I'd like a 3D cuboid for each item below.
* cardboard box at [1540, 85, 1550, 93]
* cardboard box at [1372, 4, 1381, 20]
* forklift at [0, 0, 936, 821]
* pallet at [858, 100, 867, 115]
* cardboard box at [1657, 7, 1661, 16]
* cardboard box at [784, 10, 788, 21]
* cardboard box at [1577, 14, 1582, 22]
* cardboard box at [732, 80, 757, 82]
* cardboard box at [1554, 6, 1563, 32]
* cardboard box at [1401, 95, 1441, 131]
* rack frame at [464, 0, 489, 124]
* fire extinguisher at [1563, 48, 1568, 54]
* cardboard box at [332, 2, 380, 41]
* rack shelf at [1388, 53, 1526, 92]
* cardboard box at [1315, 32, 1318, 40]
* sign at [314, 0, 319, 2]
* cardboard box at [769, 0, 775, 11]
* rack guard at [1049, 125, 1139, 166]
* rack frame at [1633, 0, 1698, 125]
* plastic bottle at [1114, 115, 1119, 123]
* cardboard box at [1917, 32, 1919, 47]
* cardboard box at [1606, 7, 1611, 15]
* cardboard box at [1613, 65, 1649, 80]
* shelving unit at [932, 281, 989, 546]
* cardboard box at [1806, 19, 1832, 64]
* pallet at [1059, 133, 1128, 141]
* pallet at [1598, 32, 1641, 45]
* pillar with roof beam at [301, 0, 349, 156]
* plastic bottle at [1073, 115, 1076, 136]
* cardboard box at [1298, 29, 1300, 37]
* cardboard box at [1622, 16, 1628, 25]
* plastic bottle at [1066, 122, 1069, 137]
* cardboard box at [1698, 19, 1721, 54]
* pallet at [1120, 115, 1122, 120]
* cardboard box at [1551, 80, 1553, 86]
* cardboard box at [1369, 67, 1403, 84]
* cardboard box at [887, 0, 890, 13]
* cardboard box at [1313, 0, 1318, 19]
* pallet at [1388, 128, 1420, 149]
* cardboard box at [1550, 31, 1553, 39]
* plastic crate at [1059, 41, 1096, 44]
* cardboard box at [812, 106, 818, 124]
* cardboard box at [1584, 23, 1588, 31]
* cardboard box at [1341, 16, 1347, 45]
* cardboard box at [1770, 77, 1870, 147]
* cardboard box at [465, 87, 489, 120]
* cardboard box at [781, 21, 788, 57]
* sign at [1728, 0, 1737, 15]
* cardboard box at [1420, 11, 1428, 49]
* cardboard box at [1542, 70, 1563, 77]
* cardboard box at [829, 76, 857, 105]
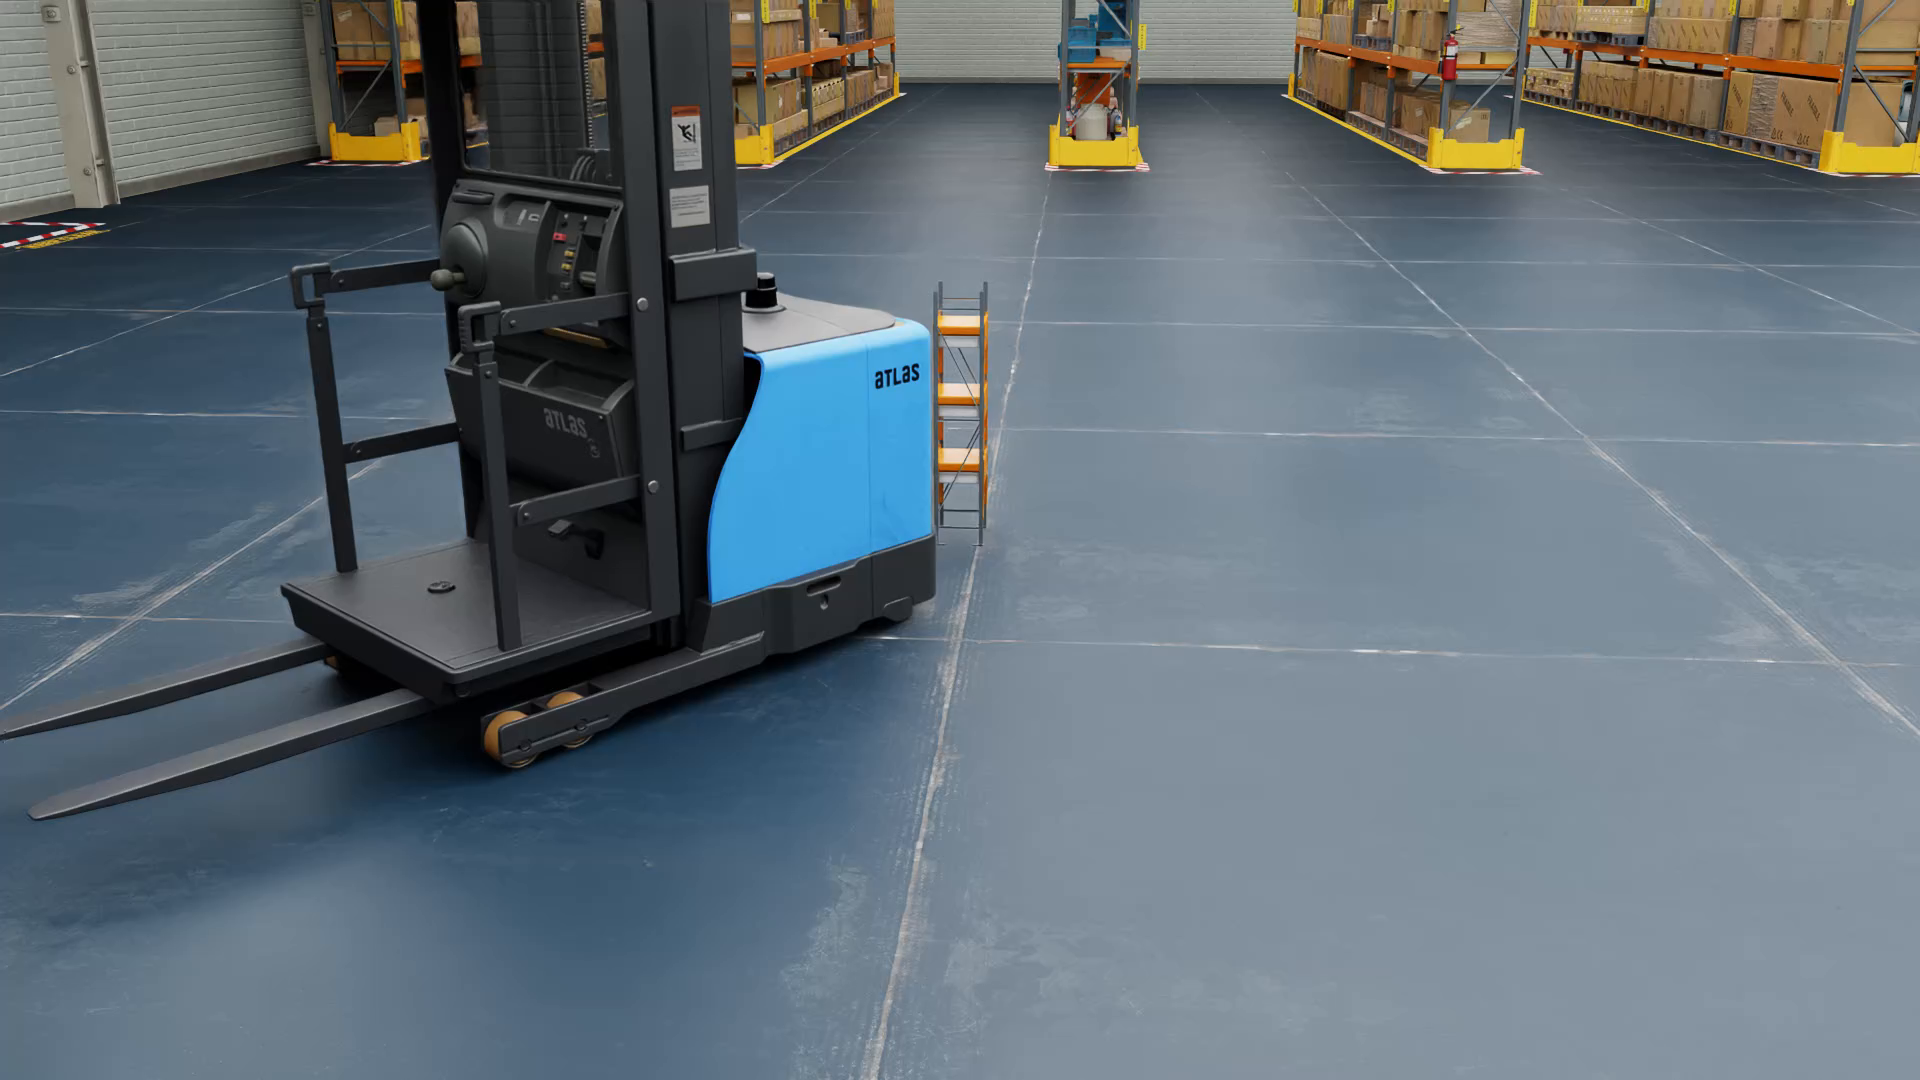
[{"bbox_3d":[12.392,-9.445,34.836,0.380,0.149,0.250,0,18,1],"label":"cardboard box"},{"bbox_3d":[7.340,-8.886,28.391,0.500,0.500,0.500,-1,18,-3],"label":"cardboard box"},{"bbox_3d":[-1.473,-0.903,4.971,1.130,2.935,3.031,17,24,41],"label":"forklift"},{"bbox_3d":[-2.361,-8.314,31.957,1.003,0.211,1.213,1,18,4],"label":"pallet"},{"bbox_3d":[12.543,-9.327,29.345,0.380,0.149,0.250,1,18,4],"label":"cardboard box"},{"bbox_3d":[-2.727,-7.660,24.281,0.380,0.149,0.250,2,18,5],"label":"cardboard box"},{"bbox_3d":[12.078,-10.018,31.929,0.380,0.149,0.250,2,18,5],"label":"cardboard box"},{"bbox_3d":[-3.246,-6.590,24.753,0.500,0.500,0.500,1,18,4],"label":"cardboard box"},{"bbox_3d":[12.393,-10.569,33.723,0.500,0.500,0.500,1,18,4],"label":"cardboard box"},{"bbox_3d":[6.983,-6.454,25.142,0.500,0.500,0.500,1,18,2],"label":"cardboard box"},{"bbox_3d":[-7.770,-7.897,26.207,1.000,3.000,0.127,1,18,4],"label":"rack frame"},{"bbox_3d":[13.330,-11.004,36.413,0.296,0.674,0.183,1,18,4],"label":"fire extinguisher"},{"bbox_3d":[-8.235,-7.101,22.780,0.500,0.500,0.500,1,18,3],"label":"cardboard box"},{"bbox_3d":[6.908,-6.603,23.411,1.077,0.370,4.000,1,18,4],"label":"rack shelf"},{"bbox_3d":[7.339,-10.113,33.372,0.380,0.149,0.250,2,18,5],"label":"cardboard box"},{"bbox_3d":[-8.609,-7.374,22.243,0.100,0.325,0.005,1,18,4],"label":"sign"},{"bbox_3d":[-2.998,-7.691,23.333,0.700,0.500,0.500,1,18,4],"label":"cardboard box"},{"bbox_3d":[1.783,-5.271,22.205,1.175,0.500,0.348,1,18,4],"label":"rack guard"},{"bbox_3d":[12.278,-8.666,28.552,1.000,3.000,0.127,1,18,4],"label":"rack frame"},{"bbox_3d":[2.312,-6.103,24.406,0.097,0.271,0.097,0,18,0],"label":"plastic bottle"},{"bbox_3d":[17.021,-8.837,29.317,0.500,0.250,0.500,2,18,5],"label":"cardboard box"},{"bbox_3d":[11.951,-9.593,30.155,0.380,0.149,0.250,2,18,7],"label":"cardboard box"},{"bbox_3d":[12.091,-8.409,29.905,0.500,0.250,0.500,2,18,5],"label":"cardboard box"},{"bbox_3d":[0.004,-0.516,6.810,0.215,1.050,0.252,1,18,4],"label":"shelving unit"},{"bbox_3d":[11.704,-6.540,21.824,0.875,0.550,0.550,1,18,4],"label":"cardboard box"},{"bbox_3d":[1.937,-5.763,24.173,1.003,0.211,1.213,1,18,4],"label":"pallet"},{"bbox_3d":[12.380,-9.190,30.461,1.003,0.211,1.213,1,18,4],"label":"pallet"},{"bbox_3d":[-4.575,-9.646,21.911,9.100,9.000,0.400,1,18,4],"label":"pillar with roof beam"},{"bbox_3d":[1.671,-6.008,24.096,0.061,0.283,0.133,1,18,4],"label":"plastic bottle"},{"bbox_3d":[7.540,-10.991,36.051,0.380,0.149,0.250,1,18,3],"label":"cardboard box"},{"bbox_3d":[11.877,-9.134,29.232,0.380,0.149,0.250,2,18,6],"label":"cardboard box"},{"bbox_3d":[1.519,-5.893,23.879,0.097,0.201,0.097,0,18,0],"label":"plastic bottle"},{"bbox_3d":[11.799,-7.796,25.737,0.500,0.500,0.500,1,18,3],"label":"cardboard box"},{"bbox_3d":[2.214,-6.976,27.873,1.003,0.211,1.213,1,18,4],"label":"pallet"},{"bbox_3d":[12.495,-9.487,34.485,0.380,0.149,0.250,2,18,7],"label":"cardboard box"},{"bbox_3d":[7.320,-7.977,28.553,0.500,0.250,0.500,2,18,6],"label":"cardboard box"},{"bbox_3d":[-1.794,-11.575,35.665,0.500,0.500,0.500,2,18,5],"label":"cardboard box"},{"bbox_3d":[7.432,-10.781,33.566,0.500,0.500,0.500,1,18,4],"label":"cardboard box"},{"bbox_3d":[7.039,-6.031,24.990,1.003,0.211,1.213,1,18,4],"label":"pallet"},{"bbox_3d":[12.441,-10.452,34.407,0.380,0.149,0.250,2,18,6],"label":"cardboard box"},{"bbox_3d":[1.614,-6.727,22.874,0.499,0.251,0.408,1,18,4],"label":"plastic crate"},{"bbox_3d":[-2.553,-6.801,26.601,0.500,0.250,0.500,1,18,3],"label":"cardboard box"},{"bbox_3d":[12.042,-9.712,31.476,0.380,0.149,0.250,1,18,4],"label":"cardboard box"},{"bbox_3d":[7.168,-9.169,29.927,0.500,0.500,0.500,1,18,3],"label":"cardboard box"},{"bbox_3d":[11.749,-5.856,22.717,0.875,0.875,0.875,1,18,3],"label":"cardboard box"},{"bbox_3d":[-7.734,-7.147,27.227,0.700,0.500,0.500,2,18,6],"label":"cardboard box"},{"bbox_3d":[-2.926,-7.378,24.461,0.700,0.500,0.500,2,18,5],"label":"cardboard box"},{"bbox_3d":[11.450,-7.945,24.621,0.100,0.325,0.005,1,18,4],"label":"sign"},{"bbox_3d":[6.827,-6.995,22.814,0.875,0.500,0.500,1,18,4],"label":"cardboard box"},{"bbox_3d":[12.465,-9.794,34.945,0.380,0.149,0.250,2,18,6],"label":"cardboard box"},{"bbox_3d":[-2.192,-8.349,30.894,0.500,0.500,0.500,1,18,2],"label":"cardboard box"}]
